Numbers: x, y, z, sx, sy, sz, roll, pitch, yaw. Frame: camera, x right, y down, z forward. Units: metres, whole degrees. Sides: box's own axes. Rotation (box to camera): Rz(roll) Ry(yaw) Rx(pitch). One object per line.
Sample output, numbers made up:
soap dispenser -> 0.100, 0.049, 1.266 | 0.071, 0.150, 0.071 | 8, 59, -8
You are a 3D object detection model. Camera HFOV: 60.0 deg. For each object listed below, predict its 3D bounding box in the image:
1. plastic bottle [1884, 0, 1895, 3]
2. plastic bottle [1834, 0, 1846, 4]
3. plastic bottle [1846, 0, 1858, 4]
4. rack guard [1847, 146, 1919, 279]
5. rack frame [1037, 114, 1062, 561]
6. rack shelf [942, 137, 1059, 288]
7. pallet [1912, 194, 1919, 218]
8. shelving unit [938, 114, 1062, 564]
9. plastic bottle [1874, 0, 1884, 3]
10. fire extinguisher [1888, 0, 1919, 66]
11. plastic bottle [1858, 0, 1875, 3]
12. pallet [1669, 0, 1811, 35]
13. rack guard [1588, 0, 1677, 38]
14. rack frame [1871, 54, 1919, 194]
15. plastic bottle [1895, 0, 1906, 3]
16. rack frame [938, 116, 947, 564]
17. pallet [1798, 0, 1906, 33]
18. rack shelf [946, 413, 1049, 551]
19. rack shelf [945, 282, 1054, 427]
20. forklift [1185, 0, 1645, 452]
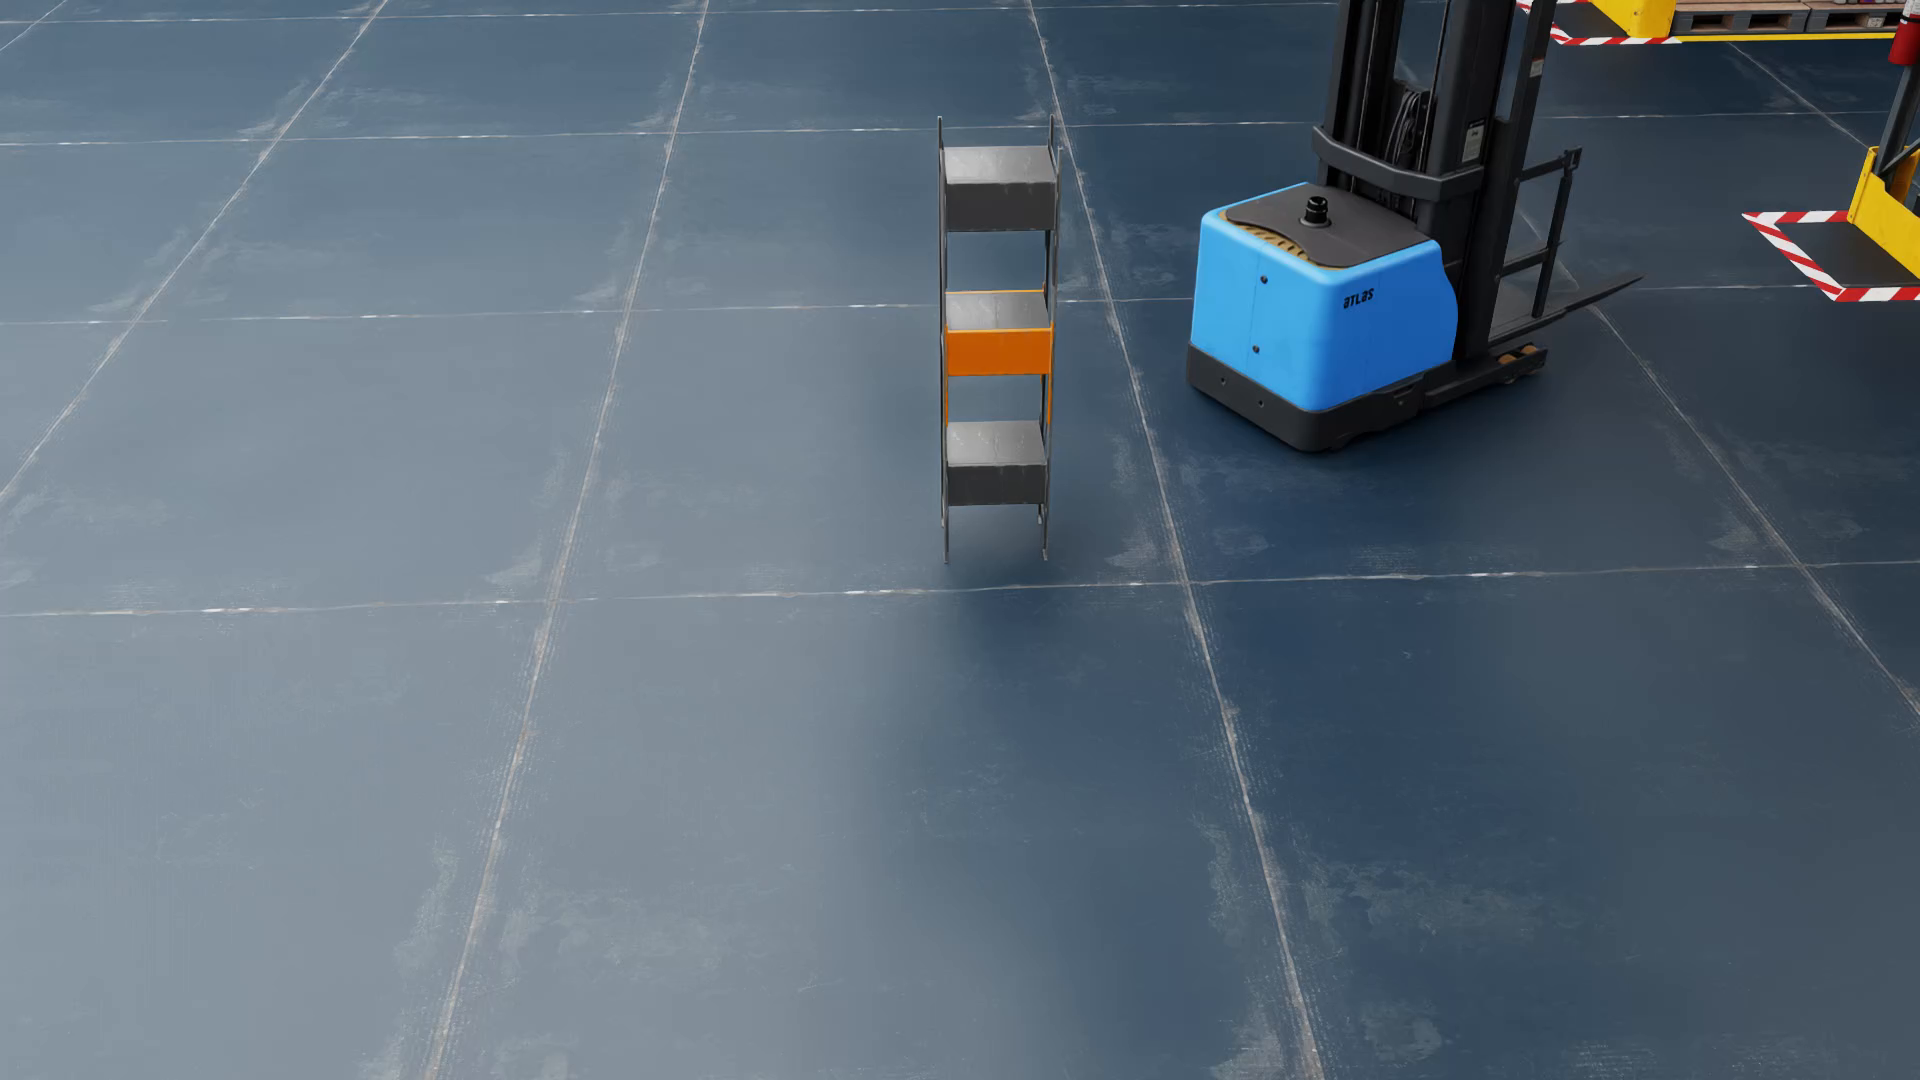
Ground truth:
plastic bottle -> 8.253, -4.897, 14.701 | 0.097, 0.271, 0.097 | 0, 35, 0
plastic bottle -> 7.811, -4.885, 14.684 | 0.097, 0.271, 0.097 | 0, 35, 0
plastic bottle -> 7.914, -4.859, 14.708 | 0.097, 0.201, 0.097 | 0, 35, 0
rack guard -> 6.295, -2.113, 10.864 | 0.348, 0.500, 1.175 | -2, 35, -2
rack frame -> 0.409, -0.874, 7.668 | 0.015, 2.100, 0.400 | -2, 35, -2
rack shelf -> 0.165, -1.432, 7.268 | 0.480, 0.518, 0.431 | -2, 35, -2
pallet -> 7.109, -1.996, 10.949 | 1.213, 0.211, 1.003 | -2, 35, -2
shelving unit -> 0.165, -0.868, 7.659 | 0.503, 2.100, 0.431 | -2, 35, -2
plastic bottle -> 8.153, -4.895, 14.697 | 0.097, 0.271, 0.097 | 0, 35, 0
fire extinguisher -> 6.083, -3.366, 10.546 | 0.183, 0.674, 0.296 | -2, 35, -2
plastic bottle -> 8.038, -4.886, 14.674 | 0.133, 0.283, 0.061 | -1, 35, -1
pallet -> 6.870, -4.856, 15.081 | 1.213, 0.211, 1.003 | -2, 35, -2
rack guard -> 6.059, -4.955, 14.971 | 0.348, 0.500, 1.175 | -2, 35, -2
rack frame -> 6.219, -3.139, 10.150 | 0.127, 3.000, 1.000 | -2, 35, -2
plastic bottle -> 8.352, -4.871, 14.725 | 0.097, 0.201, 0.097 | 0, 35, 0
rack frame -> -0.078, -0.861, 7.649 | 0.015, 2.100, 0.400 | -2, 35, -2
pallet -> 8.086, -4.887, 15.126 | 1.213, 0.211, 1.003 | -2, 35, -2
rack shelf -> 0.165, -0.281, 8.065 | 0.480, 0.518, 0.431 | -2, 35, -2
rack shelf -> 0.165, -0.857, 7.667 | 0.480, 0.518, 0.431 | -2, 35, -2
forklift -> 2.780, -2.325, 9.033 | 3.031, 2.935, 1.130 | -21, 40, -28
